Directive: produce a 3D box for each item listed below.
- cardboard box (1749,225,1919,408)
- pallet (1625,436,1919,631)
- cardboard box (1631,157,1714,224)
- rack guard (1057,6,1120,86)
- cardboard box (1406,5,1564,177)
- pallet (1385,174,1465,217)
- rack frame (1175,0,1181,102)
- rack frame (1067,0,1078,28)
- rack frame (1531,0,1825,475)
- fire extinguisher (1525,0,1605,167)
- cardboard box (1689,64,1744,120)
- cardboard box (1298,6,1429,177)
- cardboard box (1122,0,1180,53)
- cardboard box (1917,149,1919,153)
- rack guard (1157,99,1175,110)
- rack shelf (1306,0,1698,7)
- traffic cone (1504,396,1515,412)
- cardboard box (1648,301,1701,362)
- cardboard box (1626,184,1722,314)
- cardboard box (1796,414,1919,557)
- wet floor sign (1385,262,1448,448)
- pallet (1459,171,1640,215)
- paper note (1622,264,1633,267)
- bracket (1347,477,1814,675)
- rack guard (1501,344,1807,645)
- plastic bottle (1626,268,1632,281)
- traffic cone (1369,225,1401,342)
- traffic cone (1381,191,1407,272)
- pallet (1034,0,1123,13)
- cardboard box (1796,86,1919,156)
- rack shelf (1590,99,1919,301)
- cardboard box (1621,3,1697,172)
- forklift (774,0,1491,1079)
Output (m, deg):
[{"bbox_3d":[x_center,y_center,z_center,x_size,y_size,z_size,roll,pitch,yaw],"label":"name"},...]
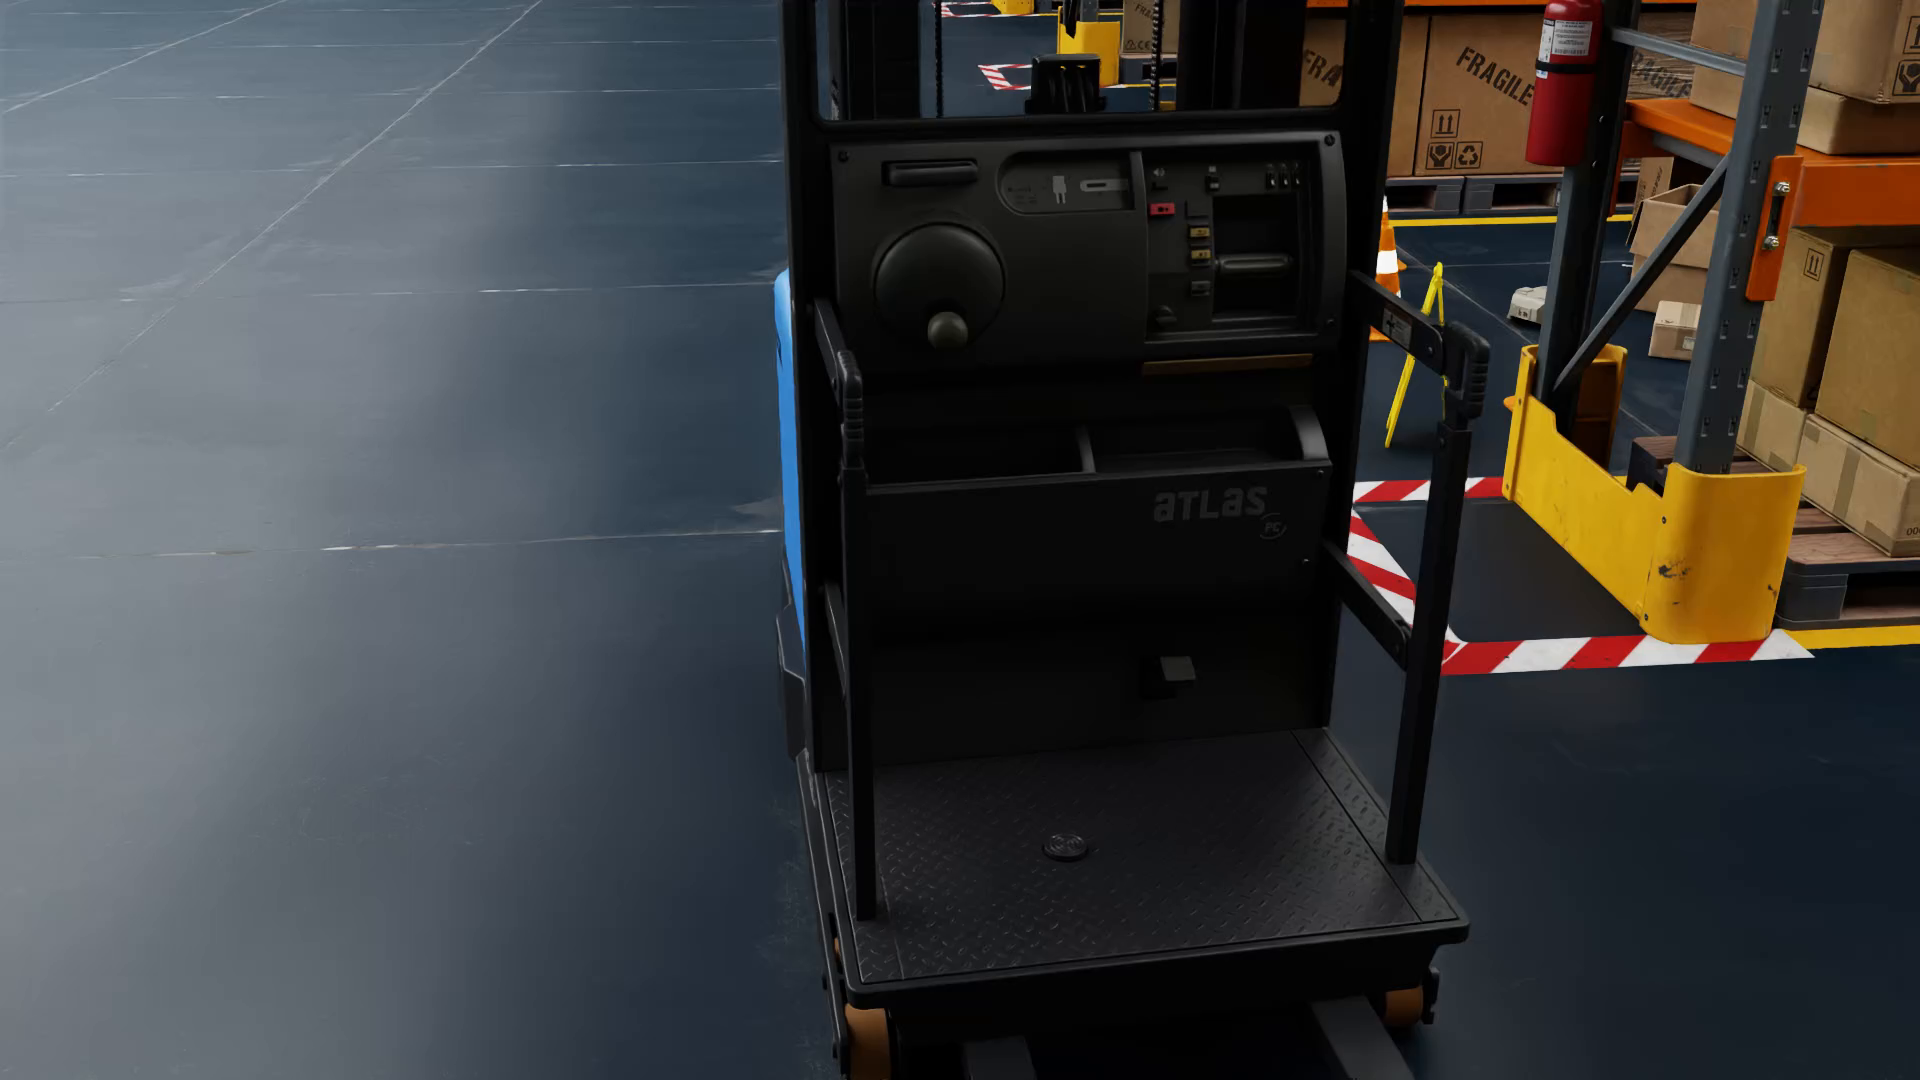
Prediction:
[{"bbox_3d":[2.745,-0.734,5.154,0.500,0.500,0.500,-2,24,-5],"label":"cardboard box"},{"bbox_3d":[2.861,-0.066,5.138,1.213,0.211,1.003,-2,24,-5],"label":"pallet"},{"bbox_3d":[3.923,-1.857,8.810,0.500,0.500,0.500,2,24,4],"label":"cardboard box"},{"bbox_3d":[1.075,-4.185,14.050,0.348,0.500,1.175,-2,24,-5],"label":"rack guard"},{"bbox_3d":[2.930,-2.626,9.564,0.875,0.875,0.875,-3,24,-6],"label":"cardboard box"},{"bbox_3d":[2.175,-2.105,9.726,1.213,0.211,1.003,-2,24,-5],"label":"pallet"},{"bbox_3d":[1.387,-3.315,9.016,0.127,3.000,1.000,-2,24,-5],"label":"rack frame"},{"bbox_3d":[1.000,-5.323,13.533,0.053,2.616,0.949,-2,24,-5],"label":"rack frame"},{"bbox_3d":[1.974,-1.319,4.524,0.127,3.000,1.000,-2,24,-5],"label":"rack frame"},{"bbox_3d":[1.814,-1.465,4.948,0.183,0.674,0.296,-2,24,-5],"label":"fire extinguisher"},{"bbox_3d":[2.325,-1.305,4.803,0.250,0.149,0.380,-1,24,-3],"label":"cardboard box"},{"bbox_3d":[2.872,-3.567,9.067,2.515,2.999,0.987,-2,24,-4],"label":"cardboard box"},{"bbox_3d":[3.155,-1.955,6.992,2.007,1.739,15.623,-3,24,-6],"label":"cardboard box"},{"bbox_3d":[2.582,-1.150,4.453,0.250,0.149,0.380,-2,24,-4],"label":"cardboard box"},{"bbox_3d":[1.363,-2.172,9.522,0.348,0.500,1.175,-2,24,-5],"label":"rack guard"},{"bbox_3d":[3.377,-3.067,9.342,4.000,0.370,1.077,-2,24,-5],"label":"rack shelf"},{"bbox_3d":[2.275,-0.698,6.251,0.334,0.463,0.336,-2,24,-5],"label":"traffic cone"},{"bbox_3d":[3.079,-0.885,7.057,0.250,0.149,0.380,10,26,22],"label":"cardboard box"},{"bbox_3d":[3.473,-1.271,7.491,0.797,0.503,0.637,22,32,40],"label":"cardboard box"},{"bbox_3d":[2.804,-0.175,4.818,0.500,0.250,0.500,-2,24,-6],"label":"cardboard box"},{"bbox_3d":[1.679,-0.668,5.958,0.232,0.644,0.267,6,25,13],"label":"wet floor sign"},{"bbox_3d":[3.386,-2.152,9.832,1.213,0.211,1.003,-2,24,-5],"label":"pallet"},{"bbox_3d":[3.378,-1.368,8.316,0.123,0.001,0.032,10,26,22],"label":"paper note"},{"bbox_3d":[1.726,0.065,5.103,1.079,0.001,1.378,-2,24,-5],"label":"bracket"},{"bbox_3d":[2.049,-0.180,5.038,0.348,0.500,1.175,-2,24,-5],"label":"rack guard"},{"bbox_3d":[3.395,-1.294,8.085,0.283,0.061,0.133,-11,26,-23],"label":"plastic bottle"},{"bbox_3d":[1.827,-1.133,7.230,0.334,0.463,0.336,-2,24,-5],"label":"traffic cone"},{"bbox_3d":[2.055,-1.603,8.288,0.334,0.463,0.336,-2,24,-5],"label":"traffic cone"},{"bbox_3d":[1.393,-6.104,18.724,1.213,0.211,1.003,-2,24,-5],"label":"pallet"},{"bbox_3d":[2.332,-1.134,4.417,0.250,0.149,0.380,-2,24,-5],"label":"cardboard box"},{"bbox_3d":[3.964,-1.070,4.850,4.000,0.370,1.077,-2,24,-5],"label":"rack shelf"},{"bbox_3d":[3.838,-2.662,9.644,0.875,0.875,0.875,-2,24,-5],"label":"cardboard box"},{"bbox_3d":[0.276,-0.501,2.769,1.130,2.935,3.031,-4,24,-9],"label":"forklift"}]
